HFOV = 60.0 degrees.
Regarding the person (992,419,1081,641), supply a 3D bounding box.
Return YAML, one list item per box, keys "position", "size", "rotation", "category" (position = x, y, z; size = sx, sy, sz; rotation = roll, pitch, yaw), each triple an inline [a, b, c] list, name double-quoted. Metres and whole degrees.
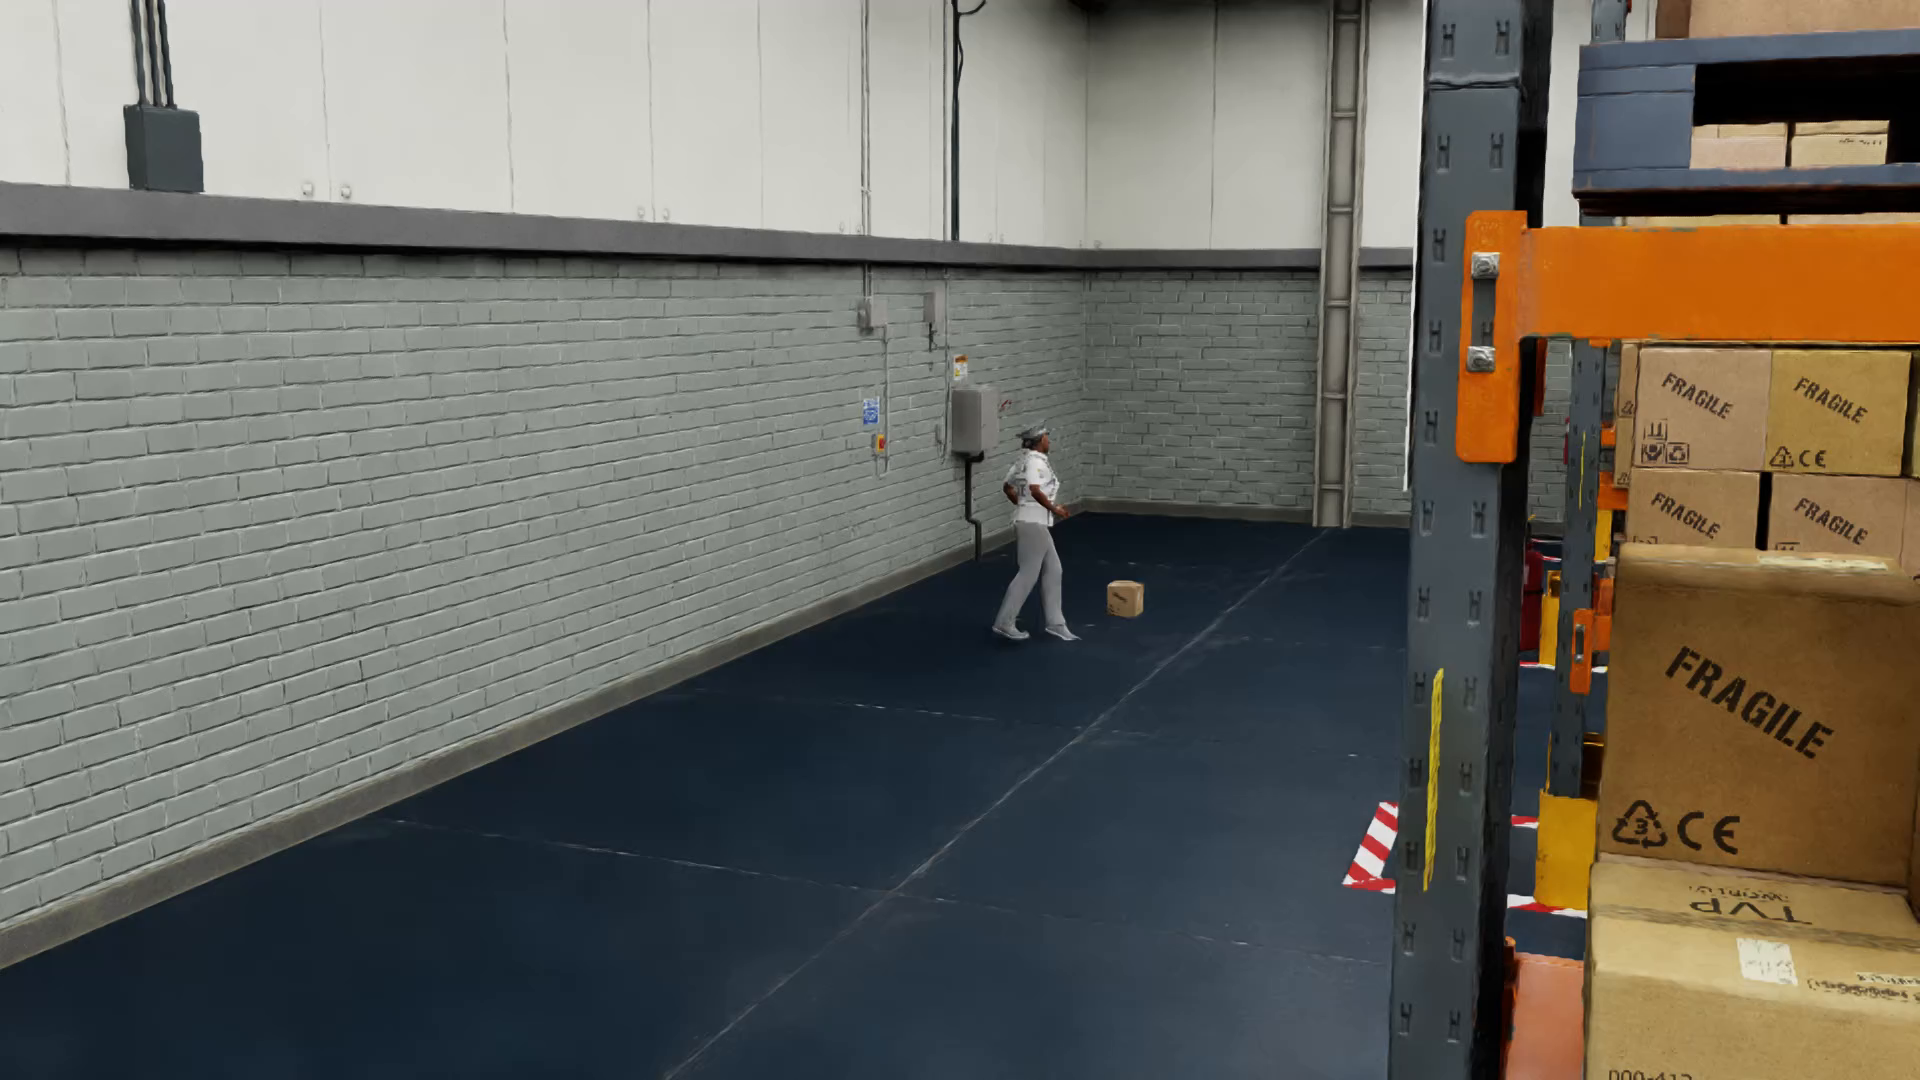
- position: [0.566, -0.063, 12.771]
  size: [0.704, 1.719, 0.658]
  rotation: [-1, 9, -7]
  category: "person"
